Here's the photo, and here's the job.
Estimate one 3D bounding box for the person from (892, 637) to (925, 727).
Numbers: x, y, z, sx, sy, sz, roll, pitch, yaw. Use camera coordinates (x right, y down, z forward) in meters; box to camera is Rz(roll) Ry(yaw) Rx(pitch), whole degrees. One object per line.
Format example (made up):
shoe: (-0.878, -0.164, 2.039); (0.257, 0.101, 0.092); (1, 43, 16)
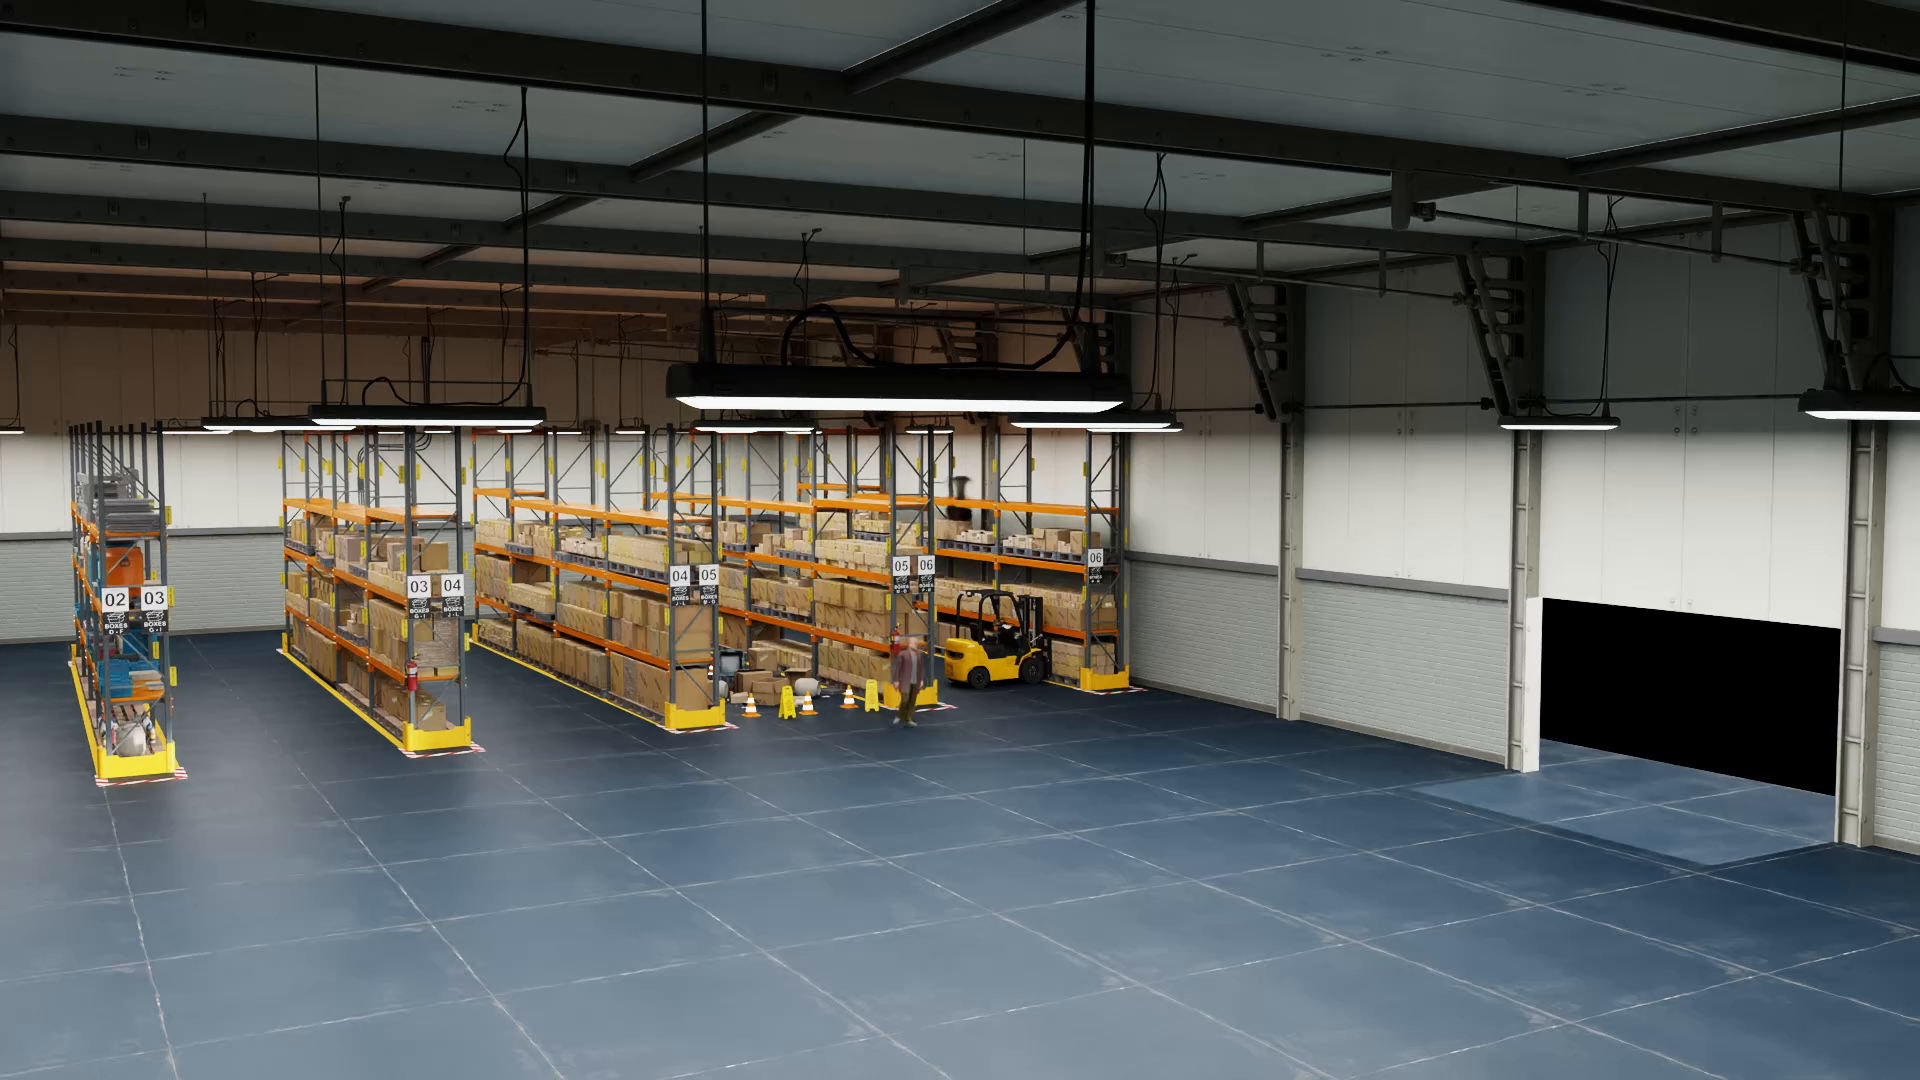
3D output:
person: (-1.010, 2.797, 32.784); (0.663, 1.769, 0.517); (-2, 4, -31)

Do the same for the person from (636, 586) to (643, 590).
person: (-9.525, 1.794, 50.352); (0.956, 1.661, 0.574); (-3, 4, -38)
